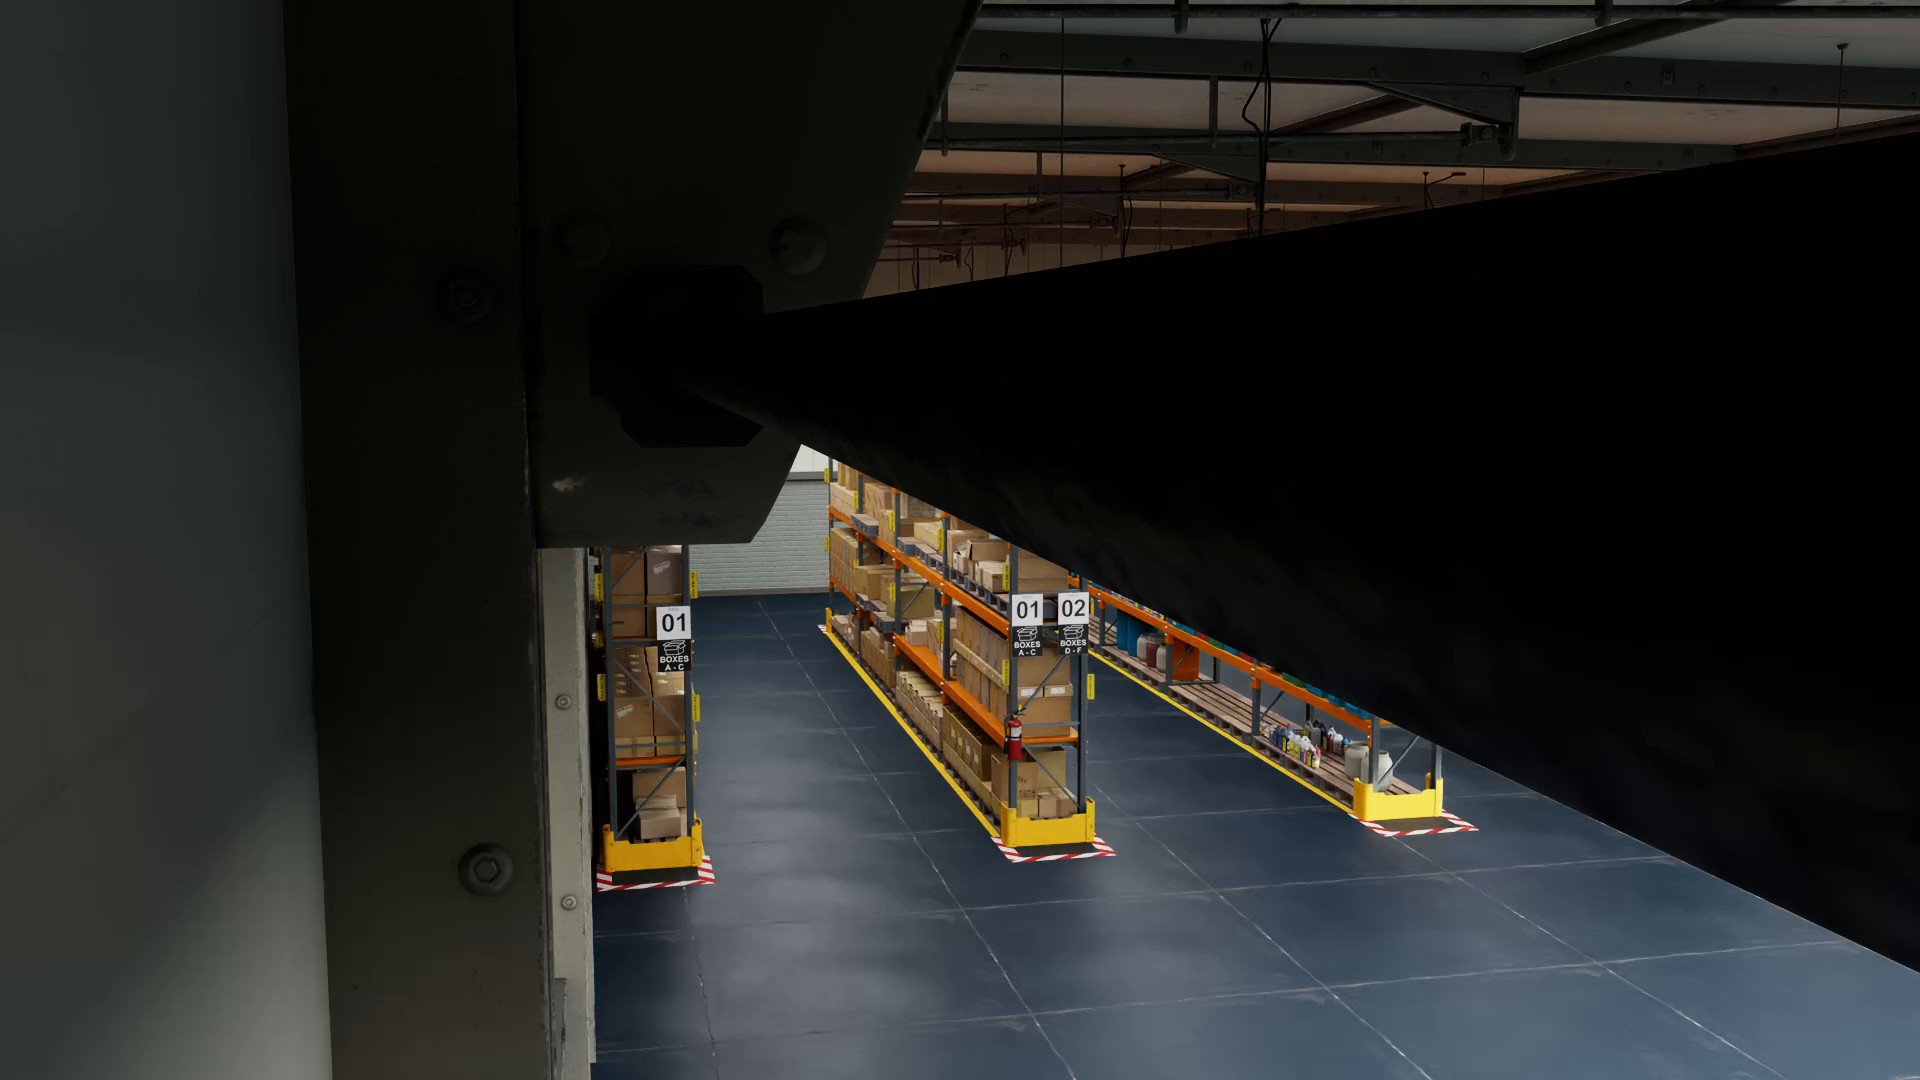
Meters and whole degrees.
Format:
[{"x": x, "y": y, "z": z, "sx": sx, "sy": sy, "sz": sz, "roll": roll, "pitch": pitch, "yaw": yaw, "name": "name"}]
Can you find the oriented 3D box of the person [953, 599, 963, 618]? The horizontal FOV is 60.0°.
[{"x": -0.020, "y": 1.356, "z": 34.582, "sx": 0.563, "sy": 1.781, "sz": 0.609, "roll": 2, "pitch": 7, "yaw": 17, "name": "person"}]
